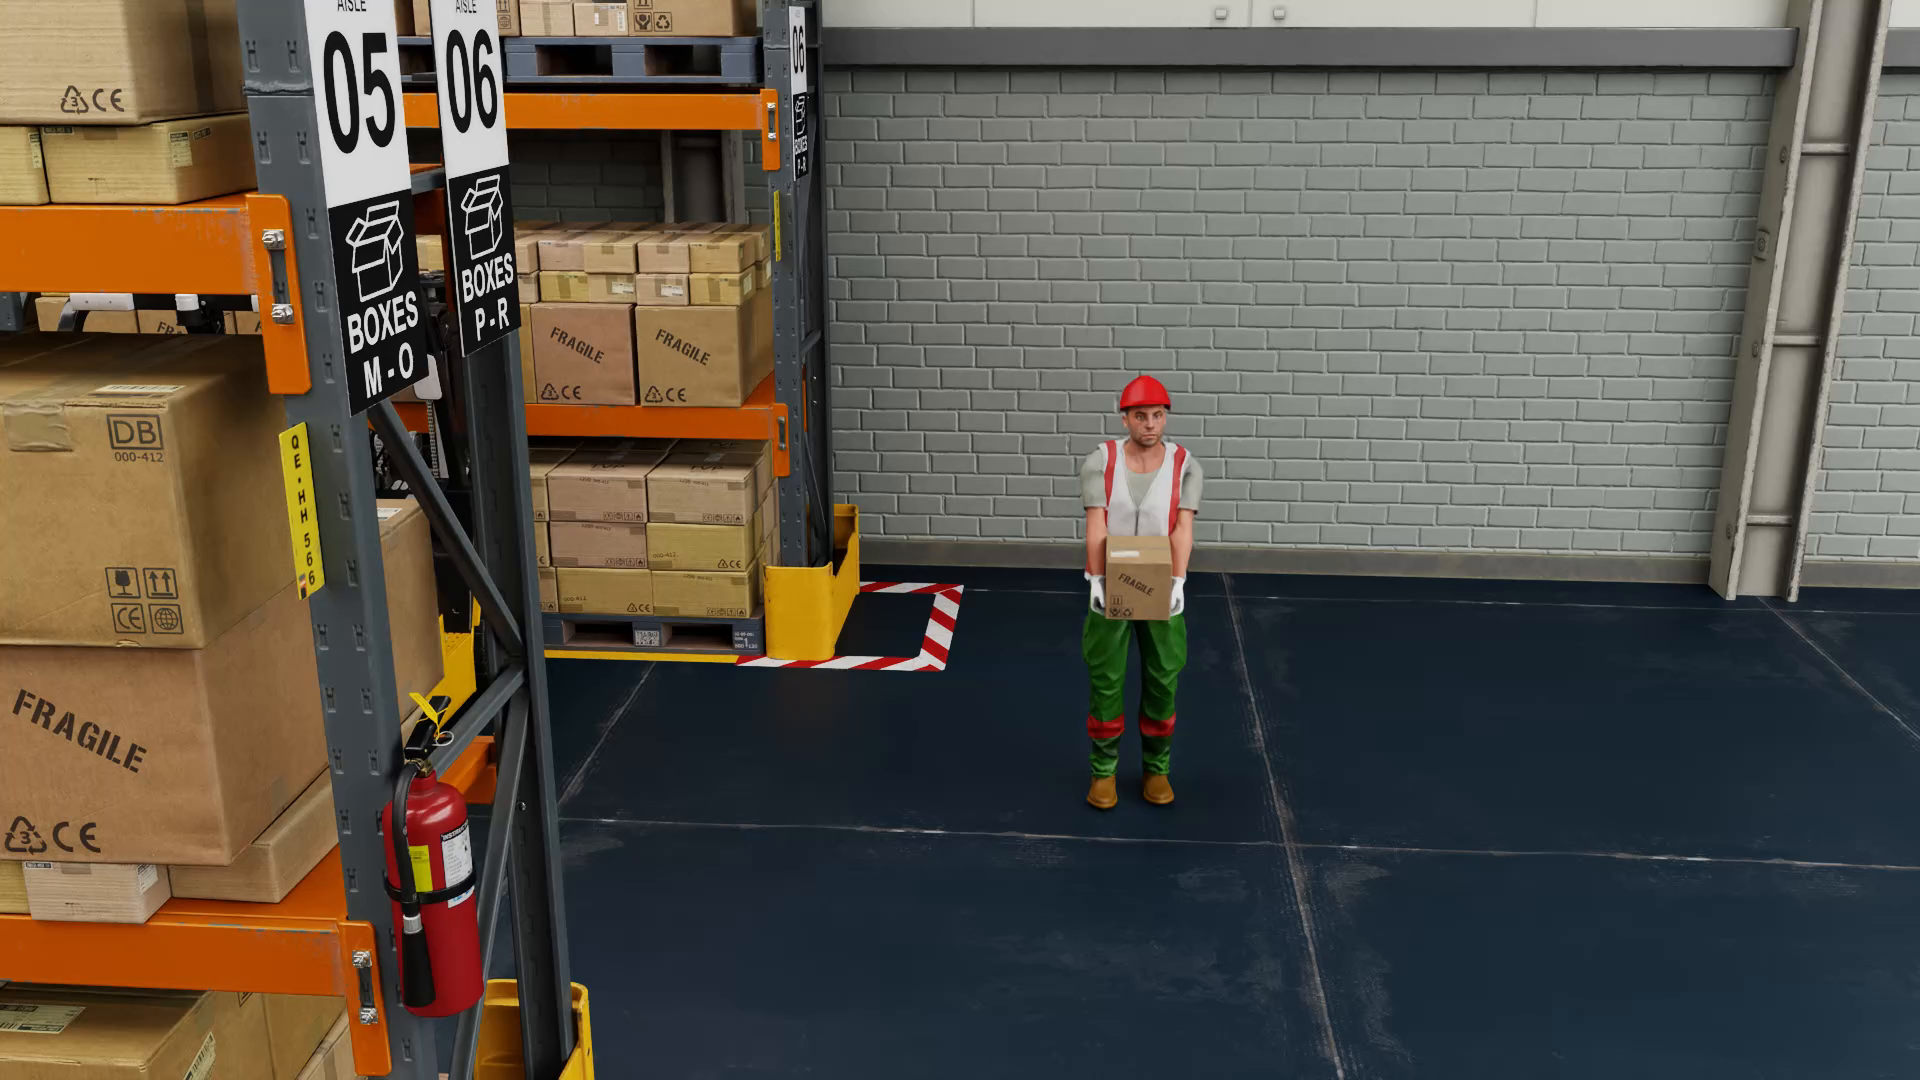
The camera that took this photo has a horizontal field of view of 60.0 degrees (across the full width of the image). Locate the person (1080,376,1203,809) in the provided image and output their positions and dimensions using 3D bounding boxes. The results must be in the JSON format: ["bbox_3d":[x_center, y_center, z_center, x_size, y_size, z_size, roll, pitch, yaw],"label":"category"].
[{"bbox_3d":[0.725,0.239,6.740,0.495,1.786,0.559,1,17,4],"label":"person"}]
